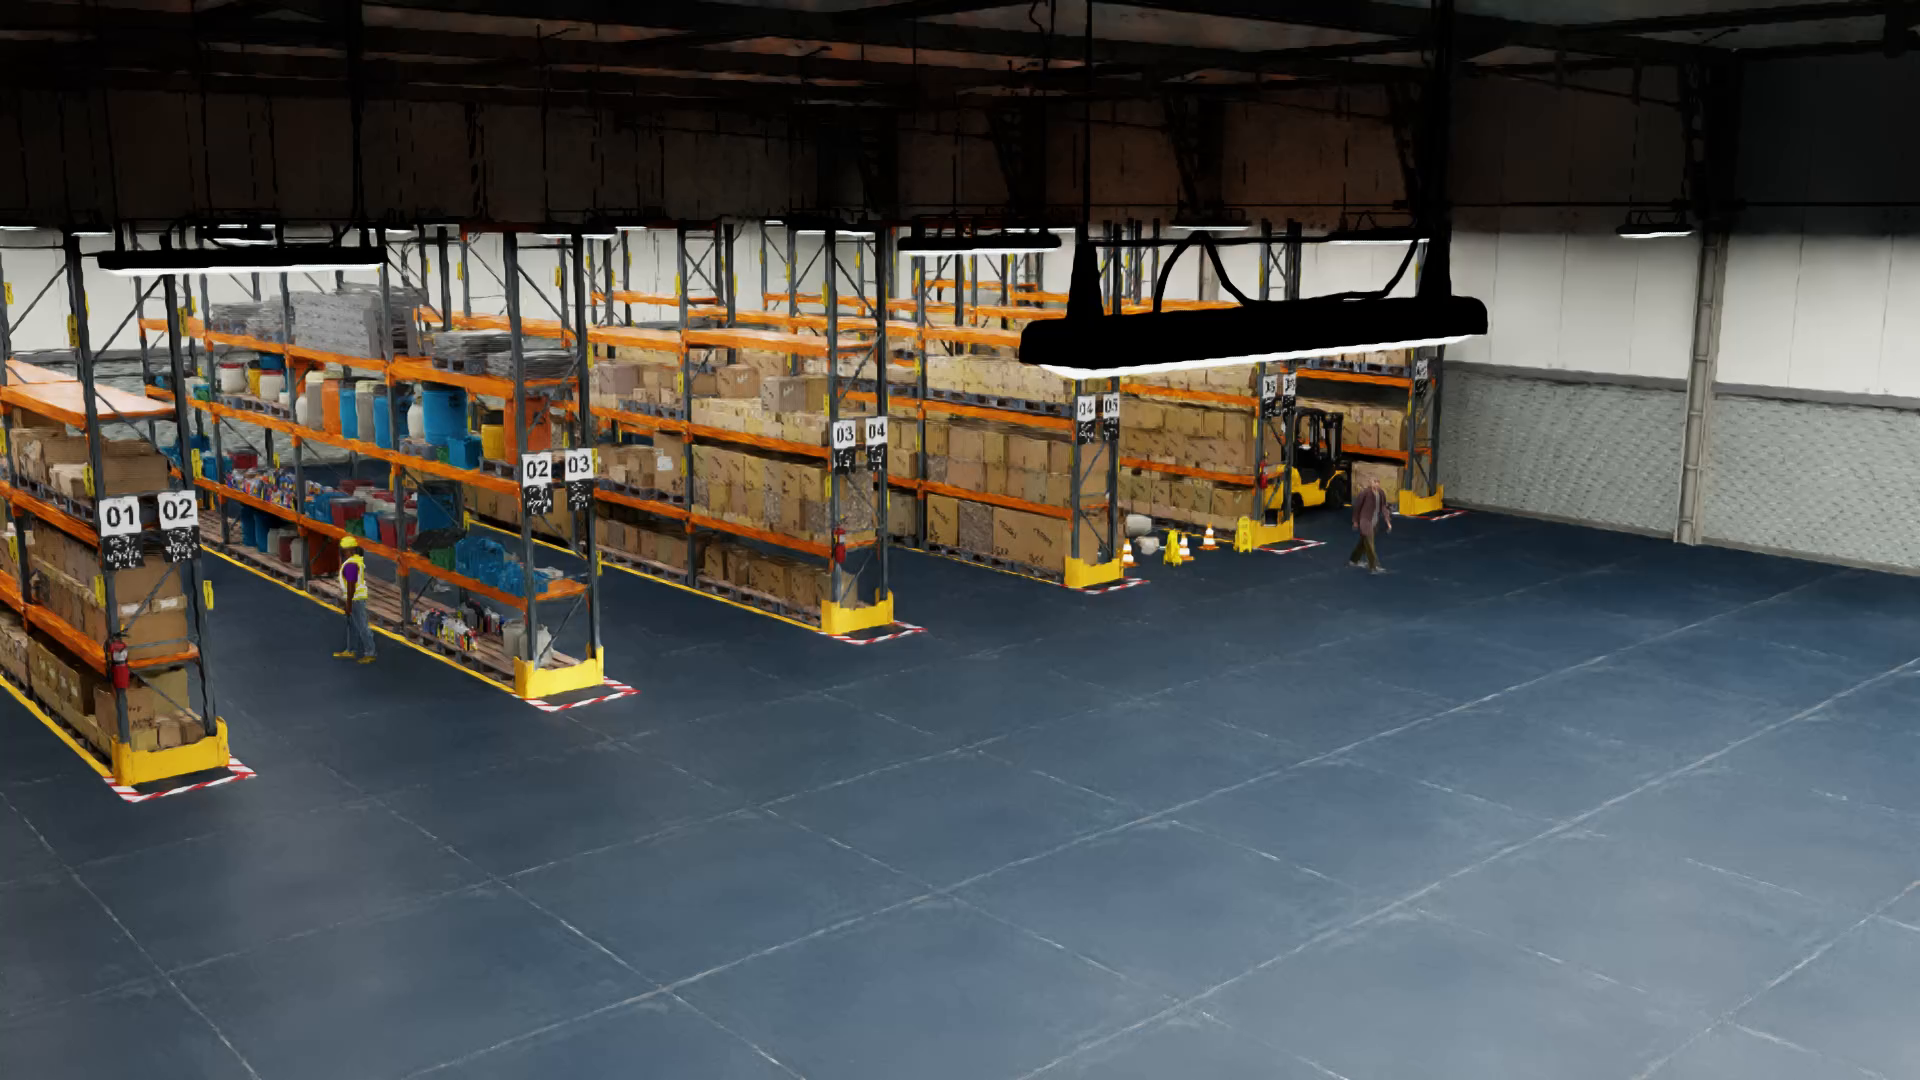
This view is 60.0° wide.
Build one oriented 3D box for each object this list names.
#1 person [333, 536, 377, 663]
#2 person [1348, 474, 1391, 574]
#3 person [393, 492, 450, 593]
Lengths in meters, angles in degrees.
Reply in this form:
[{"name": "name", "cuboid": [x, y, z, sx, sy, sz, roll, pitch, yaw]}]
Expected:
[{"name": "person", "cuboid": [-8.539, 0.814, 23.306, 0.591, 1.763, 0.685, -4, 12, -17]}, {"name": "person", "cuboid": [7.193, -0.306, 28.965, 0.573, 1.715, 1.050, -7, 14, -32]}, {"name": "person", "cuboid": [-8.933, 0.046, 27.285, 0.840, 1.715, 0.683, 7, 13, 32]}]
